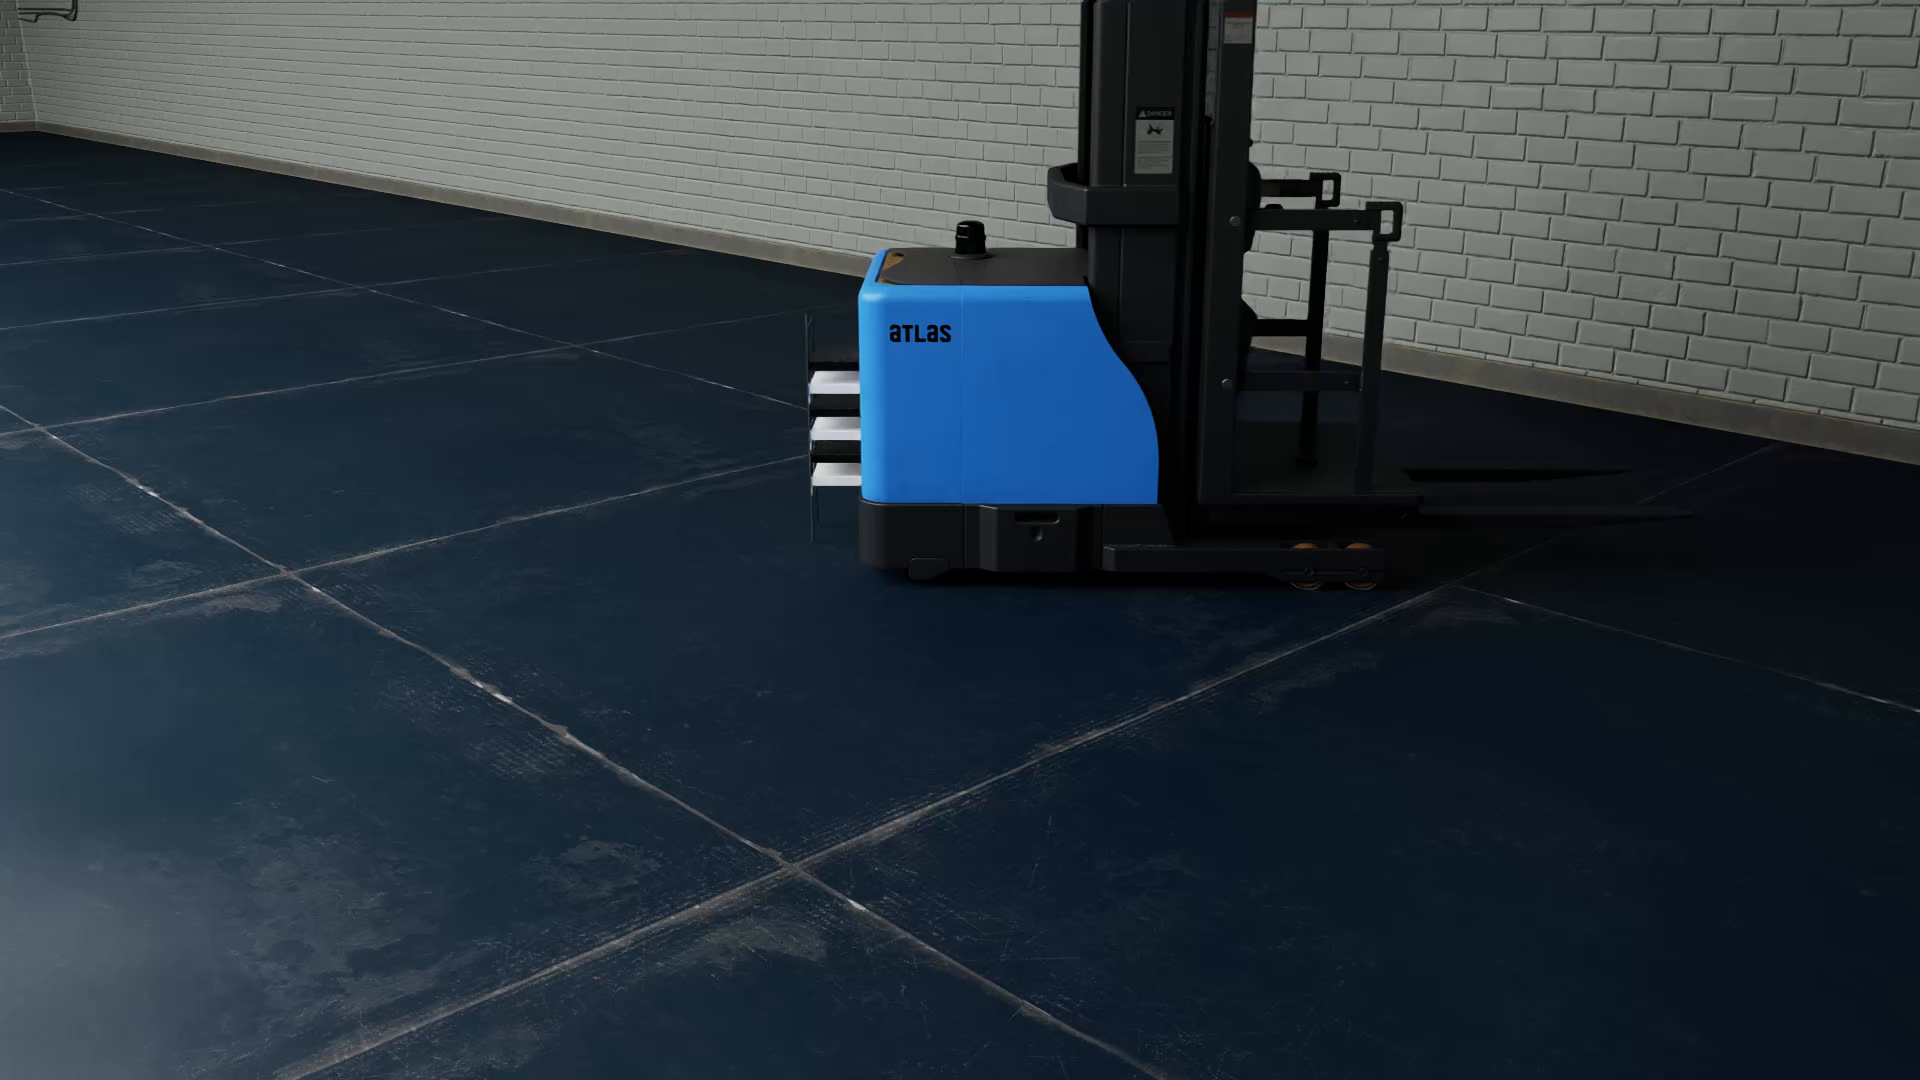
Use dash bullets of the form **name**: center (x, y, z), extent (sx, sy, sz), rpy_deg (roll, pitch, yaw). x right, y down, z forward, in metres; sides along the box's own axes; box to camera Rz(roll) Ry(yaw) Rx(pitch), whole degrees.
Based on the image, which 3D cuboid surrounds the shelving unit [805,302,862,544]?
- **shelving unit**: center (-0.467, -0.448, 6.406), extent (0.210, 0.900, 0.258), rpy_deg (0, 18, 1)

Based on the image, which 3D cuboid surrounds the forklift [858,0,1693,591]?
- **forklift**: center (1.155, -1.380, 5.988), extent (3.031, 2.935, 1.130), rpy_deg (0, 18, 1)

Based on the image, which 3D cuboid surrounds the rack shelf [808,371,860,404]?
- **rack shelf**: center (-0.467, -0.587, 6.361), extent (0.200, 0.077, 0.258), rpy_deg (0, 18, 1)

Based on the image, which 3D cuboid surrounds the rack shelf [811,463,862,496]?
- **rack shelf**: center (-0.467, -0.245, 6.472), extent (0.200, 0.077, 0.258), rpy_deg (0, 18, 1)

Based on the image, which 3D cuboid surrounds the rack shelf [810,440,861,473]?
- **rack shelf**: center (-0.467, -0.330, 6.444), extent (0.200, 0.077, 0.258), rpy_deg (0, 18, 1)

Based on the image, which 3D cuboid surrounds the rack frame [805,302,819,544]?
- **rack frame**: center (-0.569, -0.448, 6.407), extent (0.006, 0.900, 0.240), rpy_deg (0, 18, 1)

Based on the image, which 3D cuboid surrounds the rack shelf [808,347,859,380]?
- **rack shelf**: center (-0.467, -0.673, 6.333), extent (0.200, 0.077, 0.258), rpy_deg (0, 18, 1)

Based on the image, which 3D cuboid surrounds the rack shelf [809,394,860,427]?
- **rack shelf**: center (-0.467, -0.501, 6.388), extent (0.200, 0.077, 0.258), rpy_deg (0, 18, 1)

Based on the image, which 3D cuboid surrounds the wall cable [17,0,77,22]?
- **wall cable**: center (-13.951, -9.095, 24.981), extent (0.112, 2.526, 3.097), rpy_deg (-16, 24, -41)

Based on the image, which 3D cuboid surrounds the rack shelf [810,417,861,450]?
- **rack shelf**: center (-0.467, -0.416, 6.416), extent (0.200, 0.077, 0.258), rpy_deg (0, 18, 1)
